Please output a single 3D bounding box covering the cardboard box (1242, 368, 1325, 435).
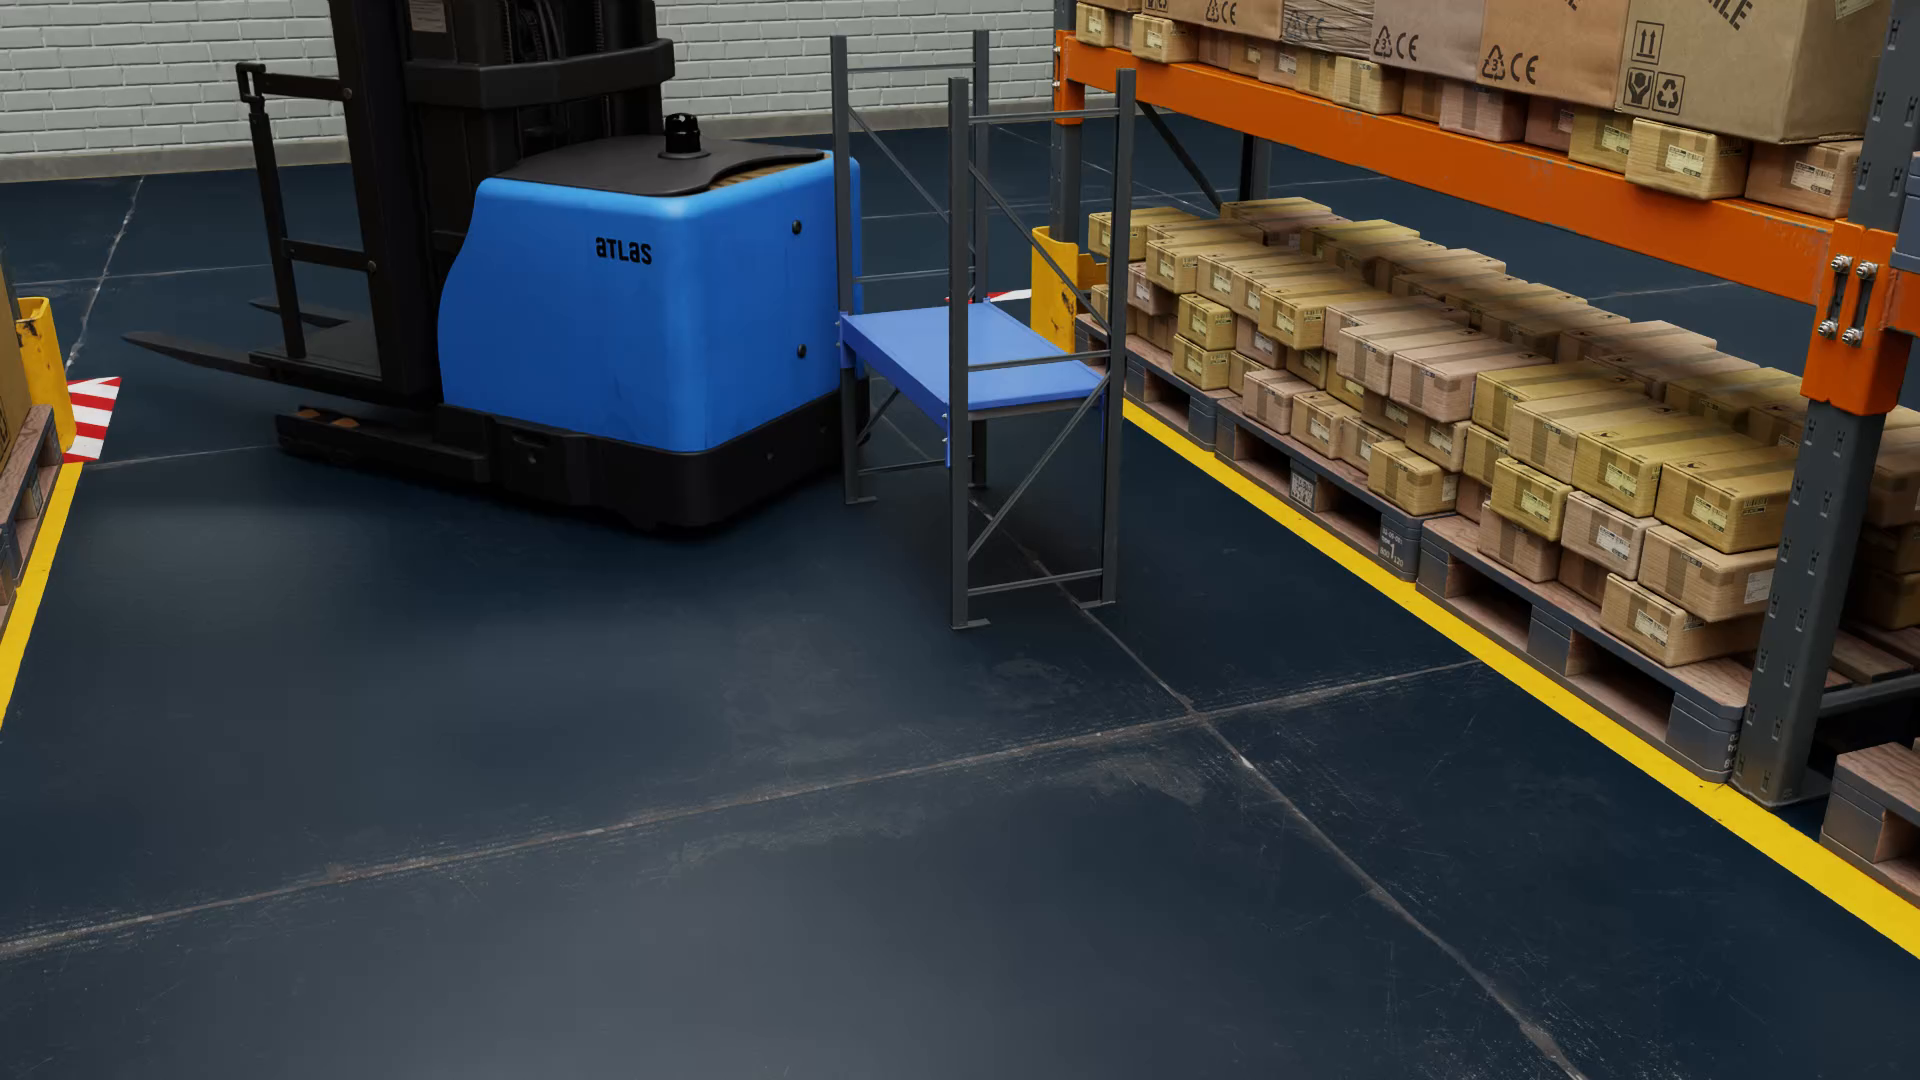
[{"bbox_3d":[1.193,-0.490,5.680,0.380,0.149,0.250,-10,25,-22],"label":"cardboard box"}]

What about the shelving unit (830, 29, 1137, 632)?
[{"bbox_3d":[0.030,-0.660,4.885,0.538,1.500,1.048,-8,24,-19],"label":"shelving unit"}]

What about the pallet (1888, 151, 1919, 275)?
[{"bbox_3d":[2.418,-0.468,2.746,1.003,0.211,1.213,-8,24,-19],"label":"pallet"}]

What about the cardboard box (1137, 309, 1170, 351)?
[{"bbox_3d":[0.925,-0.869,6.580,0.380,0.149,0.250,-8,24,-19],"label":"cardboard box"}]

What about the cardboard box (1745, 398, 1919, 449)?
[{"bbox_3d":[2.314,-0.270,4.392,0.380,0.149,0.250,-7,24,-16],"label":"cardboard box"}]

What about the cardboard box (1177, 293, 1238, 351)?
[{"bbox_3d":[1.018,-0.807,6.049,0.380,0.149,0.250,-8,24,-17],"label":"cardboard box"}]

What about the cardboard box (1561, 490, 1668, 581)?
[{"bbox_3d":[1.768,-0.039,4.226,0.380,0.149,0.250,-10,25,-22],"label":"cardboard box"}]

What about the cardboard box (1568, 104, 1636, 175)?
[{"bbox_3d":[1.732,-0.994,4.070,0.380,0.149,0.250,-7,24,-17],"label":"cardboard box"}]

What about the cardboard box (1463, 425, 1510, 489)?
[{"bbox_3d":[1.660,-0.238,4.700,0.380,0.149,0.250,-8,24,-19],"label":"cardboard box"}]

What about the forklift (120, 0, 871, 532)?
[{"bbox_3d":[-1.855,-1.777,5.693,3.031,2.935,1.130,12,26,27],"label":"forklift"}]

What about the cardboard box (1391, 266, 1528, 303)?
[{"bbox_3d":[1.709,-0.824,5.708,0.380,0.149,0.250,-9,25,-21],"label":"cardboard box"}]

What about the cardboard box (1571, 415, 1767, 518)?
[{"bbox_3d":[1.787,-0.189,4.201,0.380,0.149,0.250,-8,24,-18],"label":"cardboard box"}]

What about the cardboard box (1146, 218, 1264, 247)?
[{"bbox_3d":[0.948,-1.141,6.459,0.380,0.149,0.250,-8,24,-18],"label":"cardboard box"}]

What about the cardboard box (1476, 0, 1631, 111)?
[{"bbox_3d":[1.666,-1.363,4.110,0.500,0.500,0.500,-9,24,-20],"label":"cardboard box"}]

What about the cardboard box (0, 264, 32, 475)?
[{"bbox_3d":[-3.504,-0.657,5.141,0.875,0.875,0.875,-8,24,-19],"label":"cardboard box"}]

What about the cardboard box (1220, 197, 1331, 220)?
[{"bbox_3d":[1.295,-1.304,6.846,0.380,0.149,0.250,-8,24,-18],"label":"cardboard box"}]

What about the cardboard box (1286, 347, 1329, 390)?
[{"bbox_3d":[1.335,-0.631,5.631,0.380,0.149,0.250,-7,24,-16],"label":"cardboard box"}]

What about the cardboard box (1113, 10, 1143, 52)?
[{"bbox_3d":[0.807,-1.942,6.320,0.380,0.149,0.250,-7,24,-17],"label":"cardboard box"}]

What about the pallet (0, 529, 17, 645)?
[{"bbox_3d":[-3.022,0.344,4.163,1.003,0.211,1.213,-8,24,-19],"label":"pallet"}]

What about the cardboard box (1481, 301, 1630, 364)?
[{"bbox_3d":[1.878,-0.638,5.266,0.380,0.149,0.250,-9,25,-21],"label":"cardboard box"}]

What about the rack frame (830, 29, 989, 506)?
[{"bbox_3d":[-0.149,-0.845,5.323,0.500,1.500,0.032,-8,24,-19],"label":"rack frame"}]

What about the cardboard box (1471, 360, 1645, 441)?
[{"bbox_3d":[1.674,-0.384,4.662,0.380,0.149,0.250,-8,24,-17],"label":"cardboard box"}]

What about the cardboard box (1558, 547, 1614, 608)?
[{"bbox_3d":[1.813,0.064,4.365,0.380,0.149,0.250,-8,24,-18],"label":"cardboard box"}]

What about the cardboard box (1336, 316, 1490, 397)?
[{"bbox_3d":[1.385,-0.566,5.094,0.380,0.149,0.250,-9,25,-21],"label":"cardboard box"}]

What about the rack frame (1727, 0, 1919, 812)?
[{"bbox_3d":[2.284,-0.854,3.415,1.000,3.000,0.127,-8,24,-19],"label":"rack frame"}]

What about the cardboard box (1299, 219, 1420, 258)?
[{"bbox_3d":[1.540,-1.128,6.428,0.380,0.149,0.250,-9,24,-20],"label":"cardboard box"}]

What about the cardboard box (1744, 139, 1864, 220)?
[{"bbox_3d":[1.964,-0.810,3.633,0.380,0.149,0.250,-9,24,-20],"label":"cardboard box"}]

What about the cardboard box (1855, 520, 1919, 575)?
[{"bbox_3d":[2.455,-0.047,4.246,0.380,0.149,0.250,-7,24,-17],"label":"cardboard box"}]

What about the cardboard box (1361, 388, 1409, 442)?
[{"bbox_3d":[1.476,-0.428,5.151,0.380,0.149,0.250,-10,25,-21],"label":"cardboard box"}]

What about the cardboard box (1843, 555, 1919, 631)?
[{"bbox_3d":[2.456,0.090,4.305,0.380,0.149,0.250,-9,25,-21],"label":"cardboard box"}]

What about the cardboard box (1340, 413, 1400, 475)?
[{"bbox_3d":[1.432,-0.310,5.253,0.380,0.149,0.250,-8,24,-18],"label":"cardboard box"}]

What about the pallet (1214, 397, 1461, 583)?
[{"bbox_3d":[1.579,-0.252,5.577,1.003,0.211,1.213,-8,24,-19],"label":"pallet"}]

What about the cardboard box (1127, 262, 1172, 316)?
[{"bbox_3d":[0.860,-0.992,6.488,0.380,0.149,0.250,-8,24,-19],"label":"cardboard box"}]

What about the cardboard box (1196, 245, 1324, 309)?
[{"bbox_3d":[1.082,-0.953,6.013,0.380,0.149,0.250,-10,25,-22],"label":"cardboard box"}]

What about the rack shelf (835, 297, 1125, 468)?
[{"bbox_3d":[0.030,-0.494,4.955,0.538,0.185,1.000,-8,24,-19],"label":"rack shelf"}]

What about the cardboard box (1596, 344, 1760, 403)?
[{"bbox_3d":[2.065,-0.447,4.812,0.380,0.149,0.250,-9,24,-20],"label":"cardboard box"}]

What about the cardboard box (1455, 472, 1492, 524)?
[{"bbox_3d":[1.680,-0.135,4.839,0.380,0.149,0.250,-9,24,-20],"label":"cardboard box"}]

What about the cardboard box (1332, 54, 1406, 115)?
[{"bbox_3d":[1.344,-1.368,4.958,0.380,0.149,0.250,-8,24,-18],"label":"cardboard box"}]

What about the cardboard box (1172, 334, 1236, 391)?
[{"bbox_3d":[1.007,-0.672,6.112,0.380,0.149,0.250,-8,24,-18],"label":"cardboard box"}]

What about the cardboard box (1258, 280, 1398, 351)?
[{"bbox_3d":[1.221,-0.749,5.529,0.380,0.149,0.250,-8,24,-18],"label":"cardboard box"}]

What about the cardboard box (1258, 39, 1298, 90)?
[{"bbox_3d":[1.206,-1.566,5.428,0.380,0.149,0.250,-9,24,-20],"label":"cardboard box"}]

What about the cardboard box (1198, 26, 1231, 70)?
[{"bbox_3d":[1.072,-1.762,5.892,0.380,0.149,0.250,-7,24,-17],"label":"cardboard box"}]
